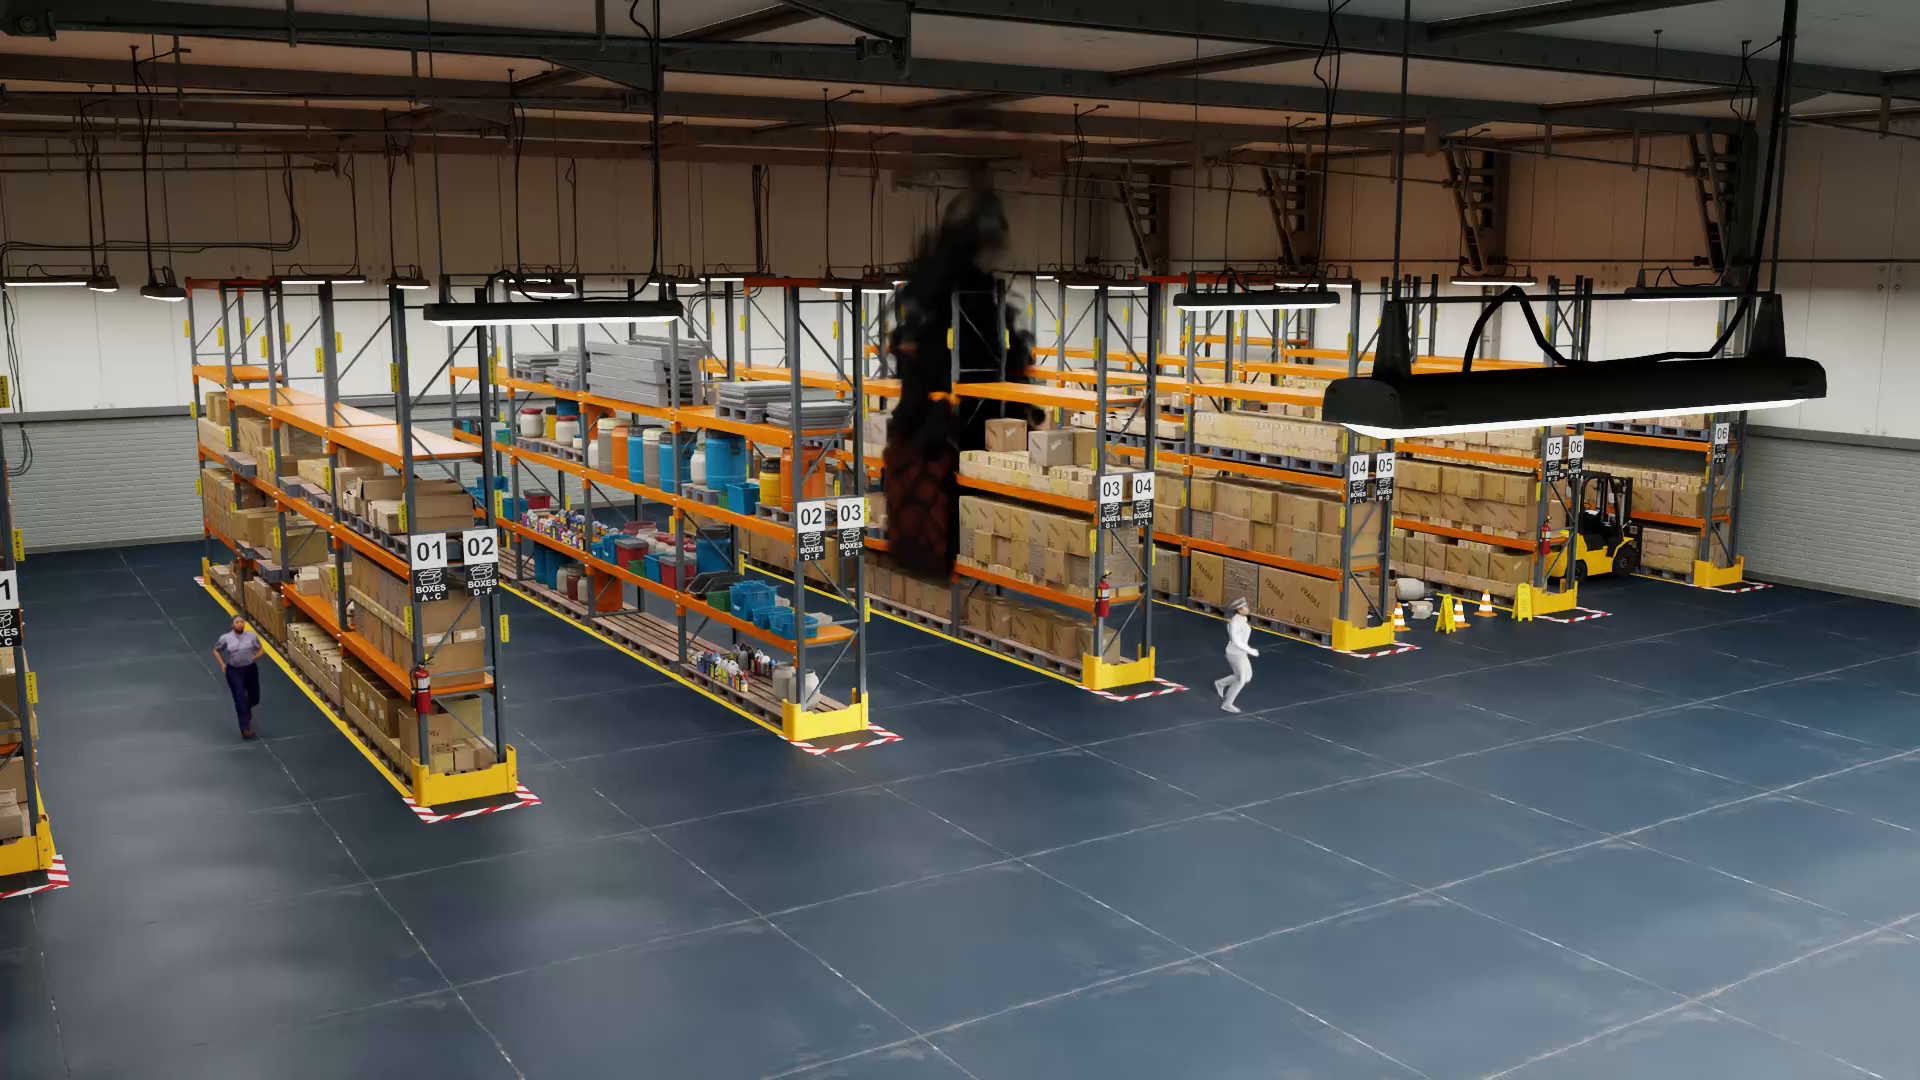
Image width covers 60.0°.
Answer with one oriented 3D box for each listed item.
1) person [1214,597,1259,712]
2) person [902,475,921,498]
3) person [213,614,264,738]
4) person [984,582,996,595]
[{"bbox_3d":[3.921,1.611,23.550,0.617,1.667,0.640,2,10,13],"label":"person"},{"bbox_3d":[-0.951,-0.586,36.552,0.546,1.730,0.734,-6,11,-32],"label":"person"},{"bbox_3d":[-9.682,1.801,22.414,0.619,1.618,0.822,-7,12,-36],"label":"person"},{"bbox_3d":[0.710,0.252,31.490,0.675,1.631,0.530,9,13,44],"label":"person"}]
